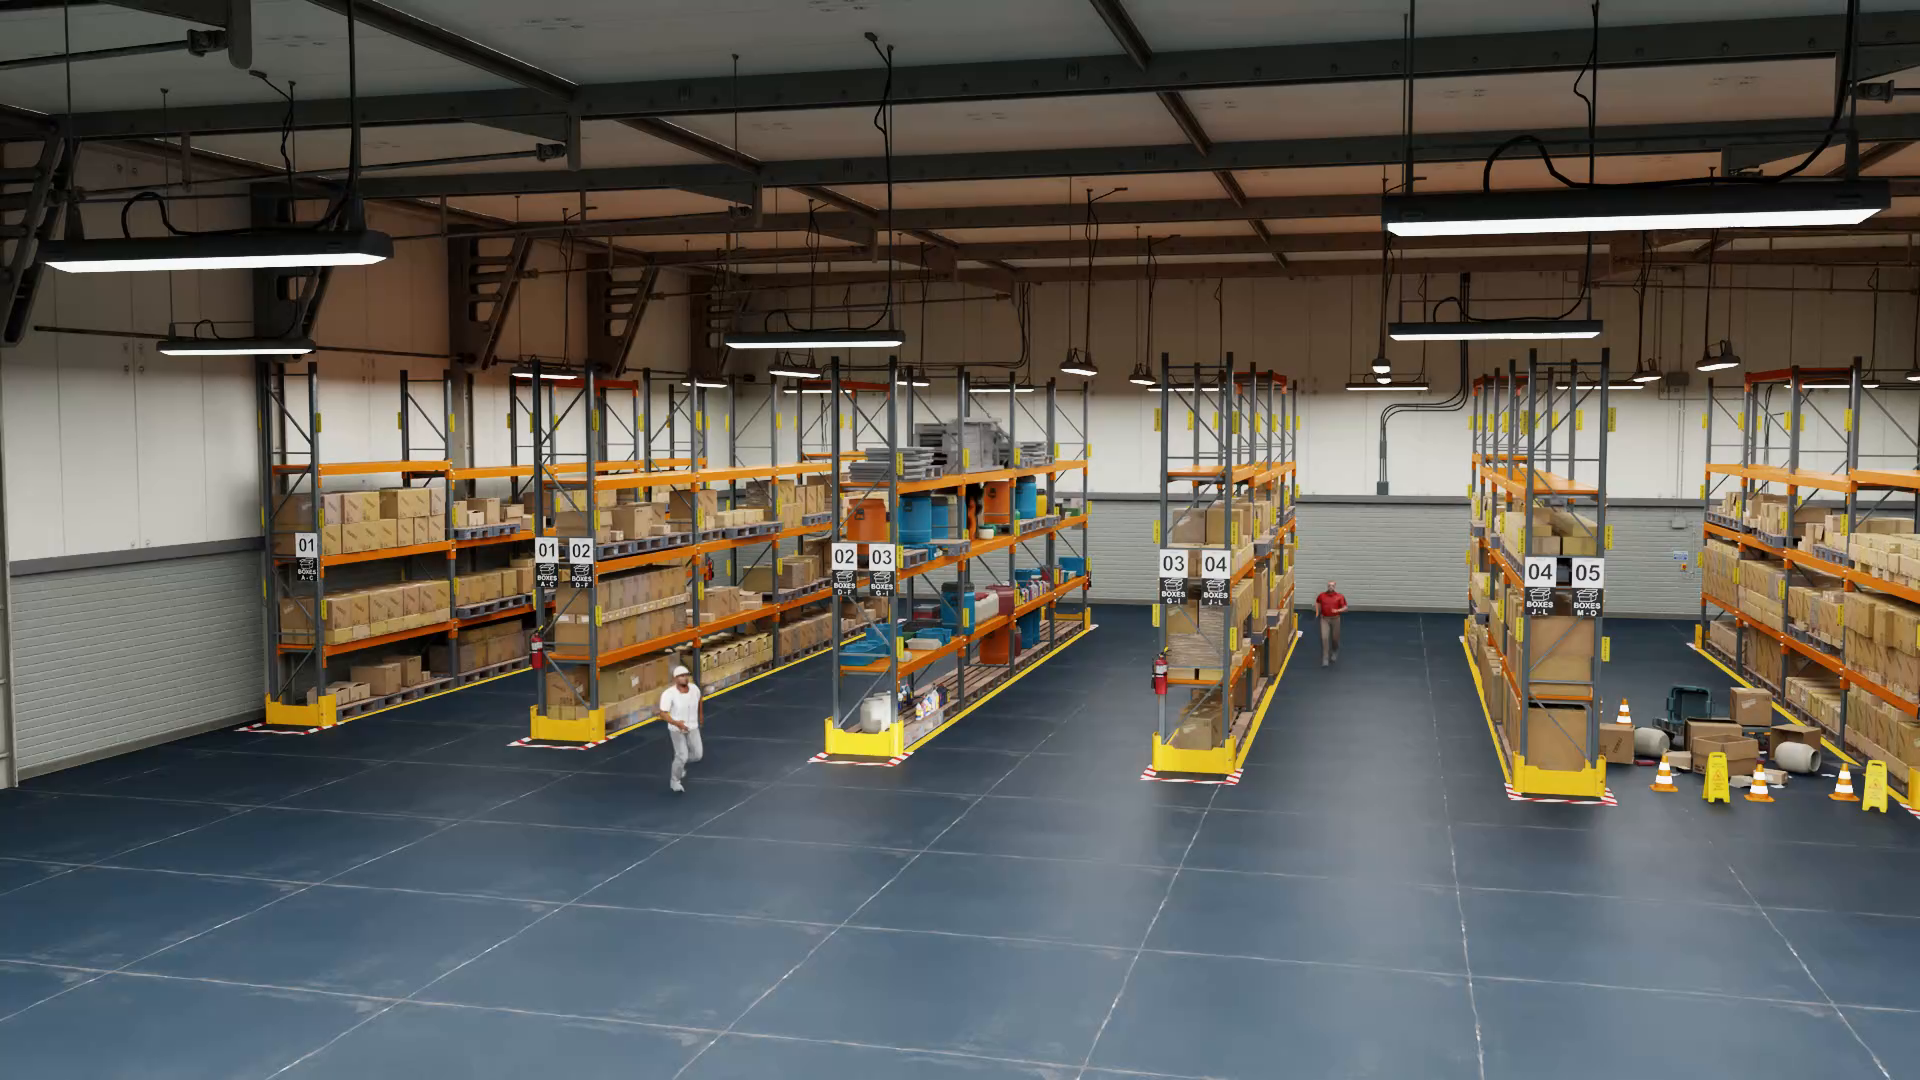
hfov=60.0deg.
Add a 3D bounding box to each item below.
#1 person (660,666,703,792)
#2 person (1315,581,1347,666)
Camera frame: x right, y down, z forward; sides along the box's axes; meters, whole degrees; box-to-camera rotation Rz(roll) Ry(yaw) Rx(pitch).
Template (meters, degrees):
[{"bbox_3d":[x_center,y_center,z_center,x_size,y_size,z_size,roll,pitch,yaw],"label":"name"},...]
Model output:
[{"bbox_3d":[-3.732,2.561,22.579,0.729,1.723,0.642,-3,5,-39],"label":"person"},{"bbox_3d":[7.670,1.697,34.431,0.677,1.713,0.984,1,4,17],"label":"person"}]
